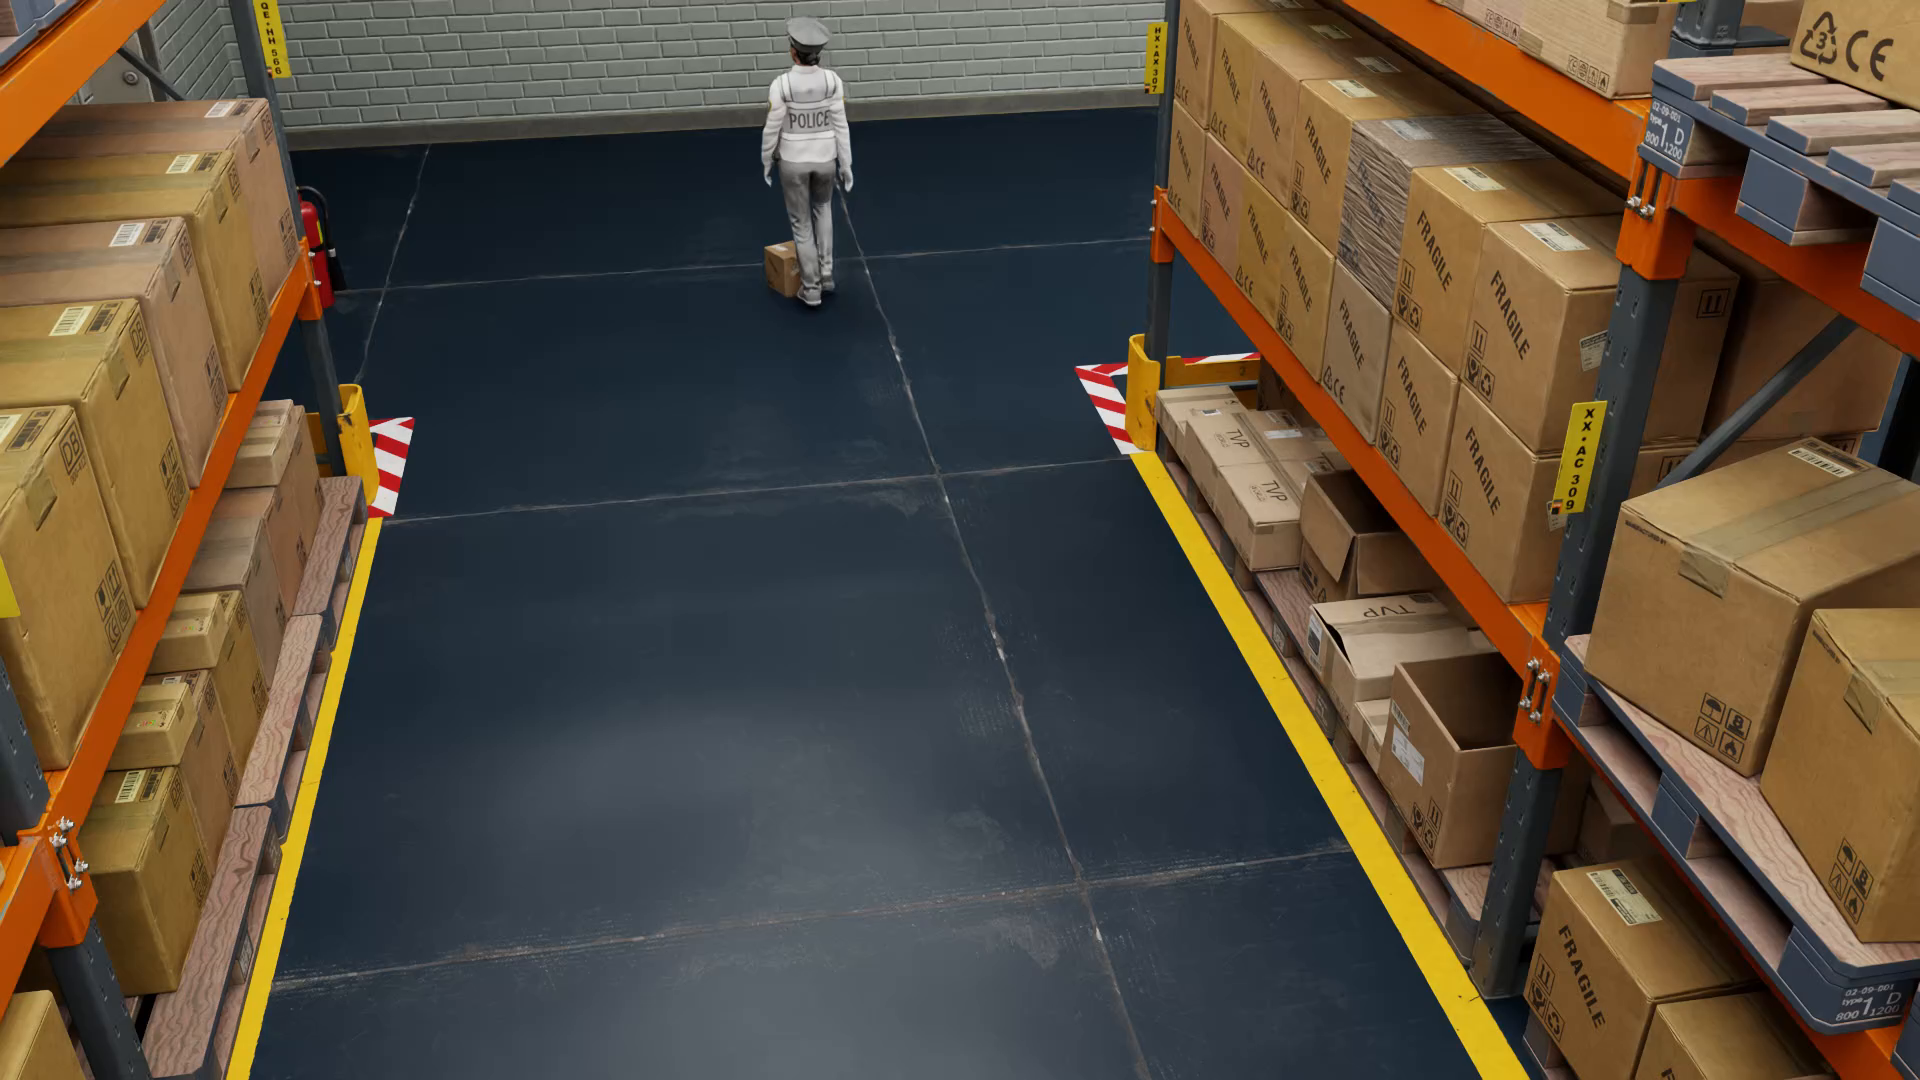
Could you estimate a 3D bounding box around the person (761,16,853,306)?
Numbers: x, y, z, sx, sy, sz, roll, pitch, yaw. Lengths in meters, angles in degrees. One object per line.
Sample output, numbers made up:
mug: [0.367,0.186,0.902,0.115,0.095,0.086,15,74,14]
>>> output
person: [-0.917,-2.211,9.809,0.512,1.733,0.472,-11,33,-18]
